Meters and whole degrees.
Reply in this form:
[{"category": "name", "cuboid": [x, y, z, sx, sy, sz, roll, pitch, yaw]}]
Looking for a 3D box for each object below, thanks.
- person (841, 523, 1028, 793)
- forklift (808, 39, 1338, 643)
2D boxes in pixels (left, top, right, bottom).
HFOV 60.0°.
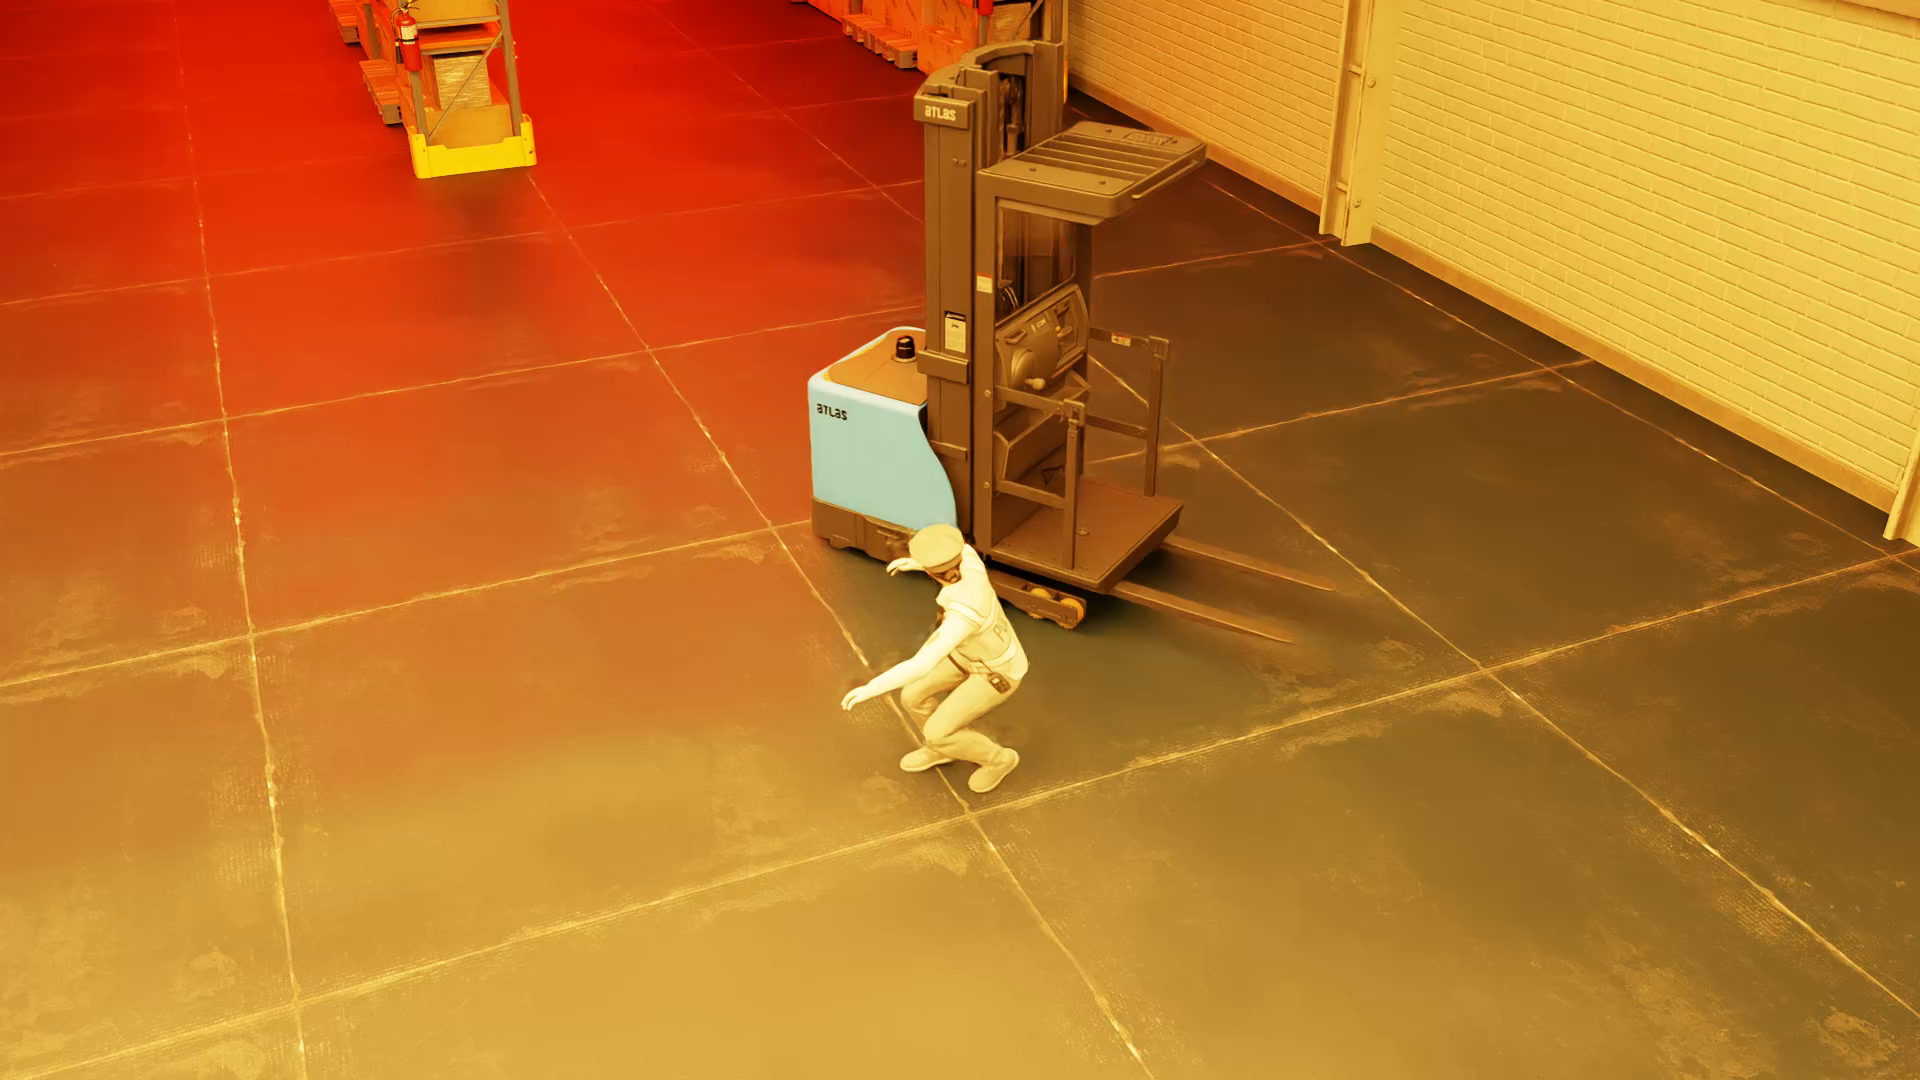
[{"category": "person", "cuboid": [-0.143, 0.555, 7.697, 0.906, 1.394, 0.729, -6, 30, -11]}, {"category": "forklift", "cuboid": [0.629, -1.083, 9.014, 3.031, 2.935, 1.130, 17, 34, 27]}]
